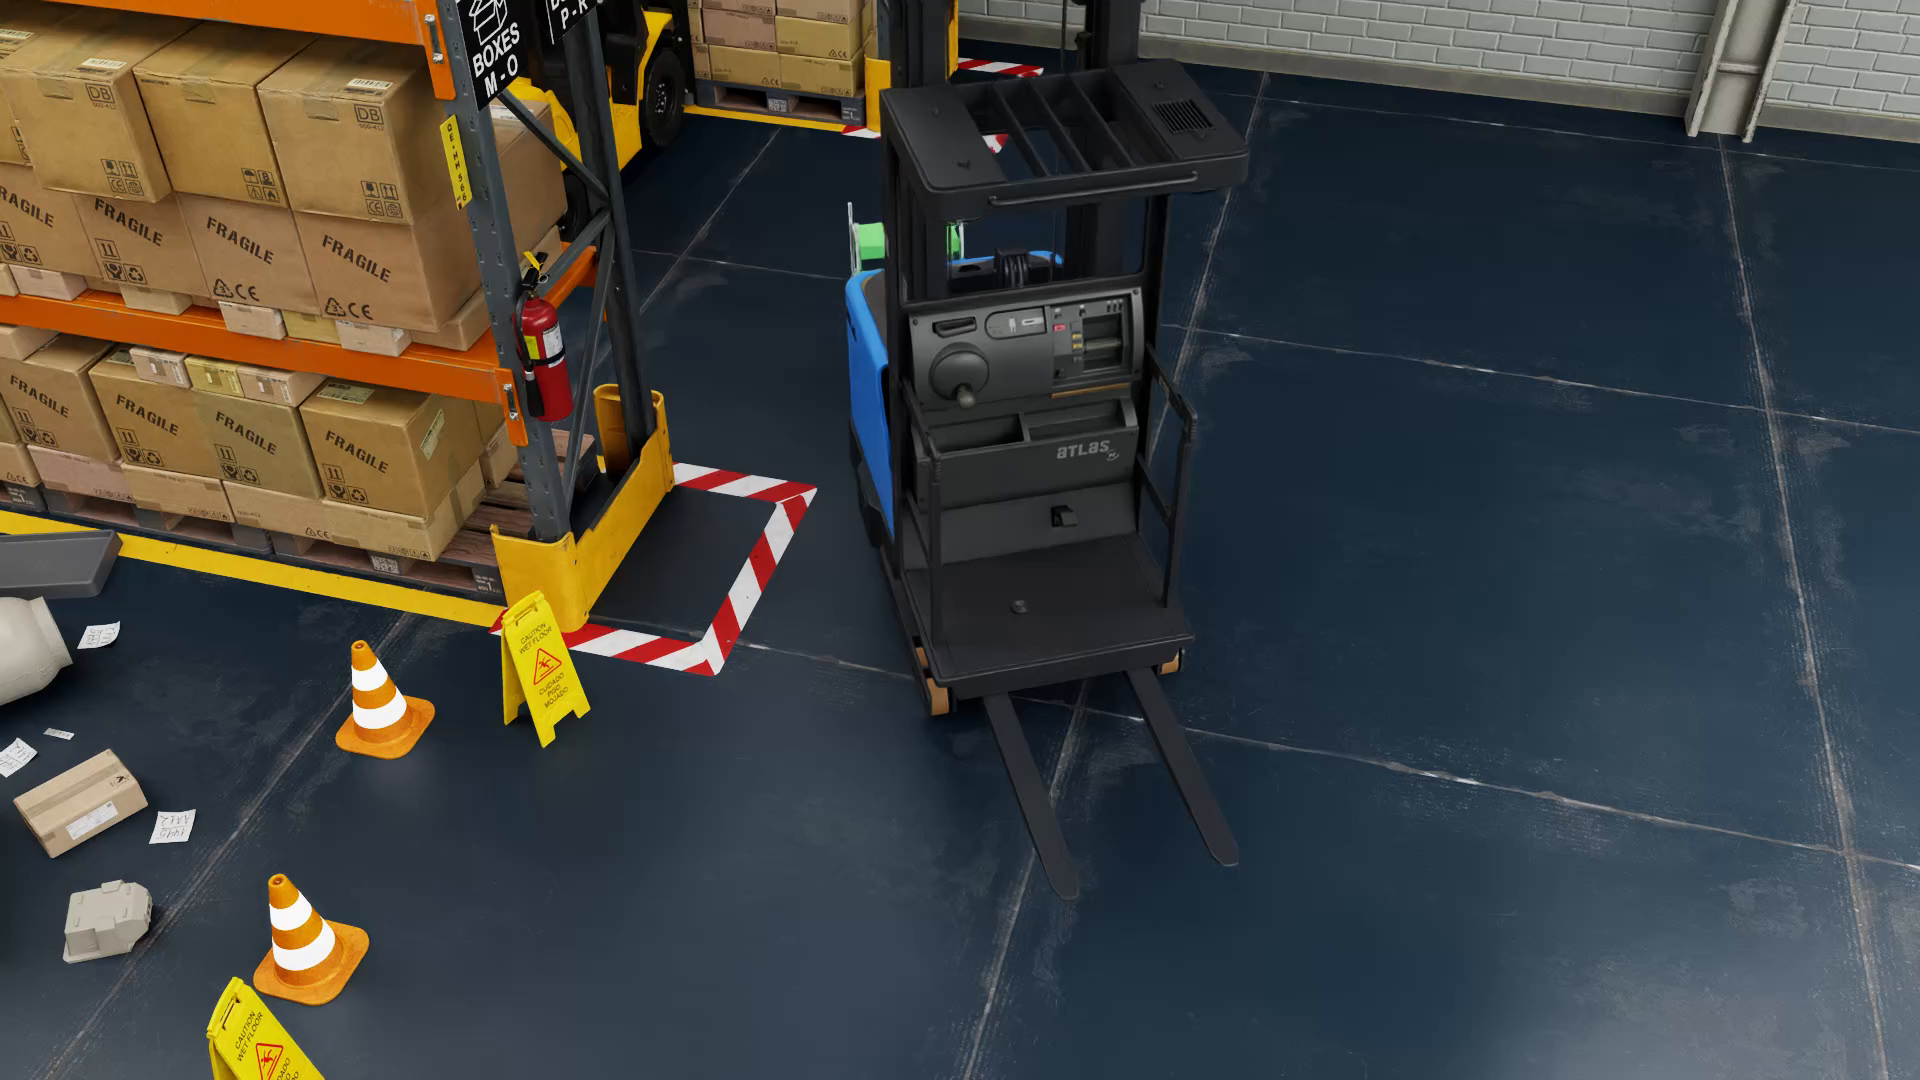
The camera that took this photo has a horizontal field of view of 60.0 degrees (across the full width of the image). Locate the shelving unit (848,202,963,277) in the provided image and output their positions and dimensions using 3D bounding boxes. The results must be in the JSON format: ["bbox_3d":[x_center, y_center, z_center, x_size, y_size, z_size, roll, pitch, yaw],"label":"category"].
[{"bbox_3d":[-0.249,-1.059,8.090,0.503,1.200,0.258,-7,36,-8],"label":"shelving unit"}]

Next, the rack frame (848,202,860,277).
[{"bbox_3d":[-0.489,-1.030,8.054,0.015,1.200,0.240,-7,36,-8],"label":"rack frame"}]

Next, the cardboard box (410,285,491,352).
[{"bbox_3d":[-2.035,-0.944,6.761,0.250,0.149,0.380,11,41,13],"label":"cardboard box"}]

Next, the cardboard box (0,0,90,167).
[{"bbox_3d":[-3.621,-1.874,6.587,0.500,0.500,0.700,10,41,11],"label":"cardboard box"}]

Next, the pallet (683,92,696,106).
[{"bbox_3d":[-2.263,-3.433,11.698,1.213,0.211,1.003,10,41,11],"label":"pallet"}]

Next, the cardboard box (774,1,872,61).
[{"bbox_3d":[-0.890,-3.381,10.891,0.500,0.250,0.500,9,41,11],"label":"cardboard box"}]

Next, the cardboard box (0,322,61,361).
[{"bbox_3d":[-4.119,-0.968,7.319,0.250,0.149,0.380,12,41,14],"label":"cardboard box"}]

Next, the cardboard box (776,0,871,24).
[{"bbox_3d":[-0.864,-3.569,10.726,0.500,0.250,0.500,11,41,13],"label":"cardboard box"}]

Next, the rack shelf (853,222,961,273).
[{"bbox_3d":[-0.255,-1.396,7.845,0.480,0.148,0.258,-7,36,-8],"label":"rack shelf"}]

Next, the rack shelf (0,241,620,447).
[{"bbox_3d":[-3.551,-1.168,7.392,4.000,0.370,1.077,10,41,11],"label":"rack shelf"}]

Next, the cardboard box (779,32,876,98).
[{"bbox_3d":[-0.875,-3.185,11.046,0.500,0.250,0.500,10,41,12],"label":"cardboard box"}]

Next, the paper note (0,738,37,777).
[{"bbox_3d":[-3.828,0.876,6.717,0.142,0.019,0.148,24,46,26],"label":"paper note"}]

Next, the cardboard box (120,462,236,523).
[{"bbox_3d":[-3.474,-0.361,7.683,0.500,0.250,0.500,8,41,10],"label":"cardboard box"}]

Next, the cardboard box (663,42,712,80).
[{"bbox_3d":[-1.833,-3.362,11.257,0.500,0.250,0.500,10,41,12],"label":"cardboard box"}]

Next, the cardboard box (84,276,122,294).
[{"bbox_3d":[-3.507,-1.210,7.078,0.250,0.149,0.380,10,41,11],"label":"cardboard box"}]

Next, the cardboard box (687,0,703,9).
[{"bbox_3d":[-1.849,-3.728,10.915,0.500,0.250,0.500,10,41,12],"label":"cardboard box"}]

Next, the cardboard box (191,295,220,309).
[{"bbox_3d":[-3.018,-1.127,6.979,0.250,0.149,0.380,10,41,12],"label":"cardboard box"}]

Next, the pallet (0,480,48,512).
[{"bbox_3d":[-4.825,-0.618,8.347,1.213,0.211,1.003,10,41,11],"label":"pallet"}]

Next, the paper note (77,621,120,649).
[{"bbox_3d":[-3.757,0.413,7.258,0.148,0.019,0.142,-3,40,-4],"label":"paper note"}]

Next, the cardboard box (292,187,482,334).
[{"bbox_3d":[-2.214,-1.182,6.541,0.500,0.500,0.500,9,41,11],"label":"cardboard box"}]

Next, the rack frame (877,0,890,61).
[{"bbox_3d":[-0.339,-4.195,10.437,0.127,3.000,1.000,10,41,11],"label":"rack frame"}]

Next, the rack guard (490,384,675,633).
[{"bbox_3d":[-1.692,-0.166,7.584,0.348,0.500,1.175,10,41,11],"label":"rack guard"}]

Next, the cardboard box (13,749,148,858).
[{"bbox_3d":[-3.406,1.018,6.447,0.250,0.149,0.380,33,50,33],"label":"cardboard box"}]

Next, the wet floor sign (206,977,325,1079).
[{"bbox_3d":[-2.261,1.657,5.299,0.232,0.644,0.267,3,40,4],"label":"wet floor sign"}]

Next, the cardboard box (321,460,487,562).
[{"bbox_3d":[-2.492,-0.190,7.480,0.500,0.250,0.500,10,41,11],"label":"cardboard box"}]

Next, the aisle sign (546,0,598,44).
[{"bbox_3d":[-1.478,-2.289,6.146,0.004,0.787,0.394,10,41,11],"label":"aisle sign"}]

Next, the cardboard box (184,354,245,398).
[{"bbox_3d":[-3.074,-0.789,7.105,0.250,0.149,0.380,10,41,12],"label":"cardboard box"}]

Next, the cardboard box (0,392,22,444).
[{"bbox_3d":[-4.462,-0.823,7.651,0.500,0.500,0.500,11,41,13],"label":"cardboard box"}]

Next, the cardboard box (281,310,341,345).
[{"bbox_3d":[-2.551,-0.973,6.796,0.250,0.149,0.380,9,41,11],"label":"cardboard box"}]

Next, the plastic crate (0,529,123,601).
[{"bbox_3d":[-4.178,0.113,7.578,0.583,0.080,0.402,-3,40,-4],"label":"plastic crate"}]

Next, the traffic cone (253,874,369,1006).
[{"bbox_3d":[-2.326,1.337,5.823,0.334,0.463,0.336,10,41,11],"label":"traffic cone"}]

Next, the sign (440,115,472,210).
[{"bbox_3d":[-1.781,-1.334,5.884,0.005,0.325,0.100,10,41,11],"label":"sign"}]

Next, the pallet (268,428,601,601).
[{"bbox_3d":[-2.468,-0.213,7.864,1.213,0.211,1.003,10,41,11],"label":"pallet"}]

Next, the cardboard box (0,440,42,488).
[{"bbox_3d":[-4.464,-0.536,7.892,0.500,0.250,0.500,12,41,14],"label":"cardboard box"}]

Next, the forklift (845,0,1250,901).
[{"bbox_3d":[0.318,-0.670,6.293,1.130,2.935,3.031,-9,41,-11],"label":"forklift"}]

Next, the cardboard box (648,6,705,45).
[{"bbox_3d":[-1.876,-3.544,11.085,0.500,0.250,0.500,9,41,10],"label":"cardboard box"}]

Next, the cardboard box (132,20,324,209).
[{"bbox_3d":[-2.655,-1.684,6.361,0.500,0.500,0.700,10,41,12],"label":"cardboard box"}]

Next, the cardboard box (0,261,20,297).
[{"bbox_3d":[-4.028,-1.209,7.078,0.250,0.149,0.380,10,41,12],"label":"cardboard box"}]

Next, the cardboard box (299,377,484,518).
[{"bbox_3d":[-2.460,-0.477,7.239,0.500,0.500,0.500,10,41,12],"label":"cardboard box"}]

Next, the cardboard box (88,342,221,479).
[{"bbox_3d":[-3.451,-0.650,7.444,0.500,0.500,0.500,9,41,10],"label":"cardboard box"}]

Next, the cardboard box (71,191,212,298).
[{"bbox_3d":[-3.179,-1.354,6.745,0.500,0.500,0.500,10,41,11],"label":"cardboard box"}]
